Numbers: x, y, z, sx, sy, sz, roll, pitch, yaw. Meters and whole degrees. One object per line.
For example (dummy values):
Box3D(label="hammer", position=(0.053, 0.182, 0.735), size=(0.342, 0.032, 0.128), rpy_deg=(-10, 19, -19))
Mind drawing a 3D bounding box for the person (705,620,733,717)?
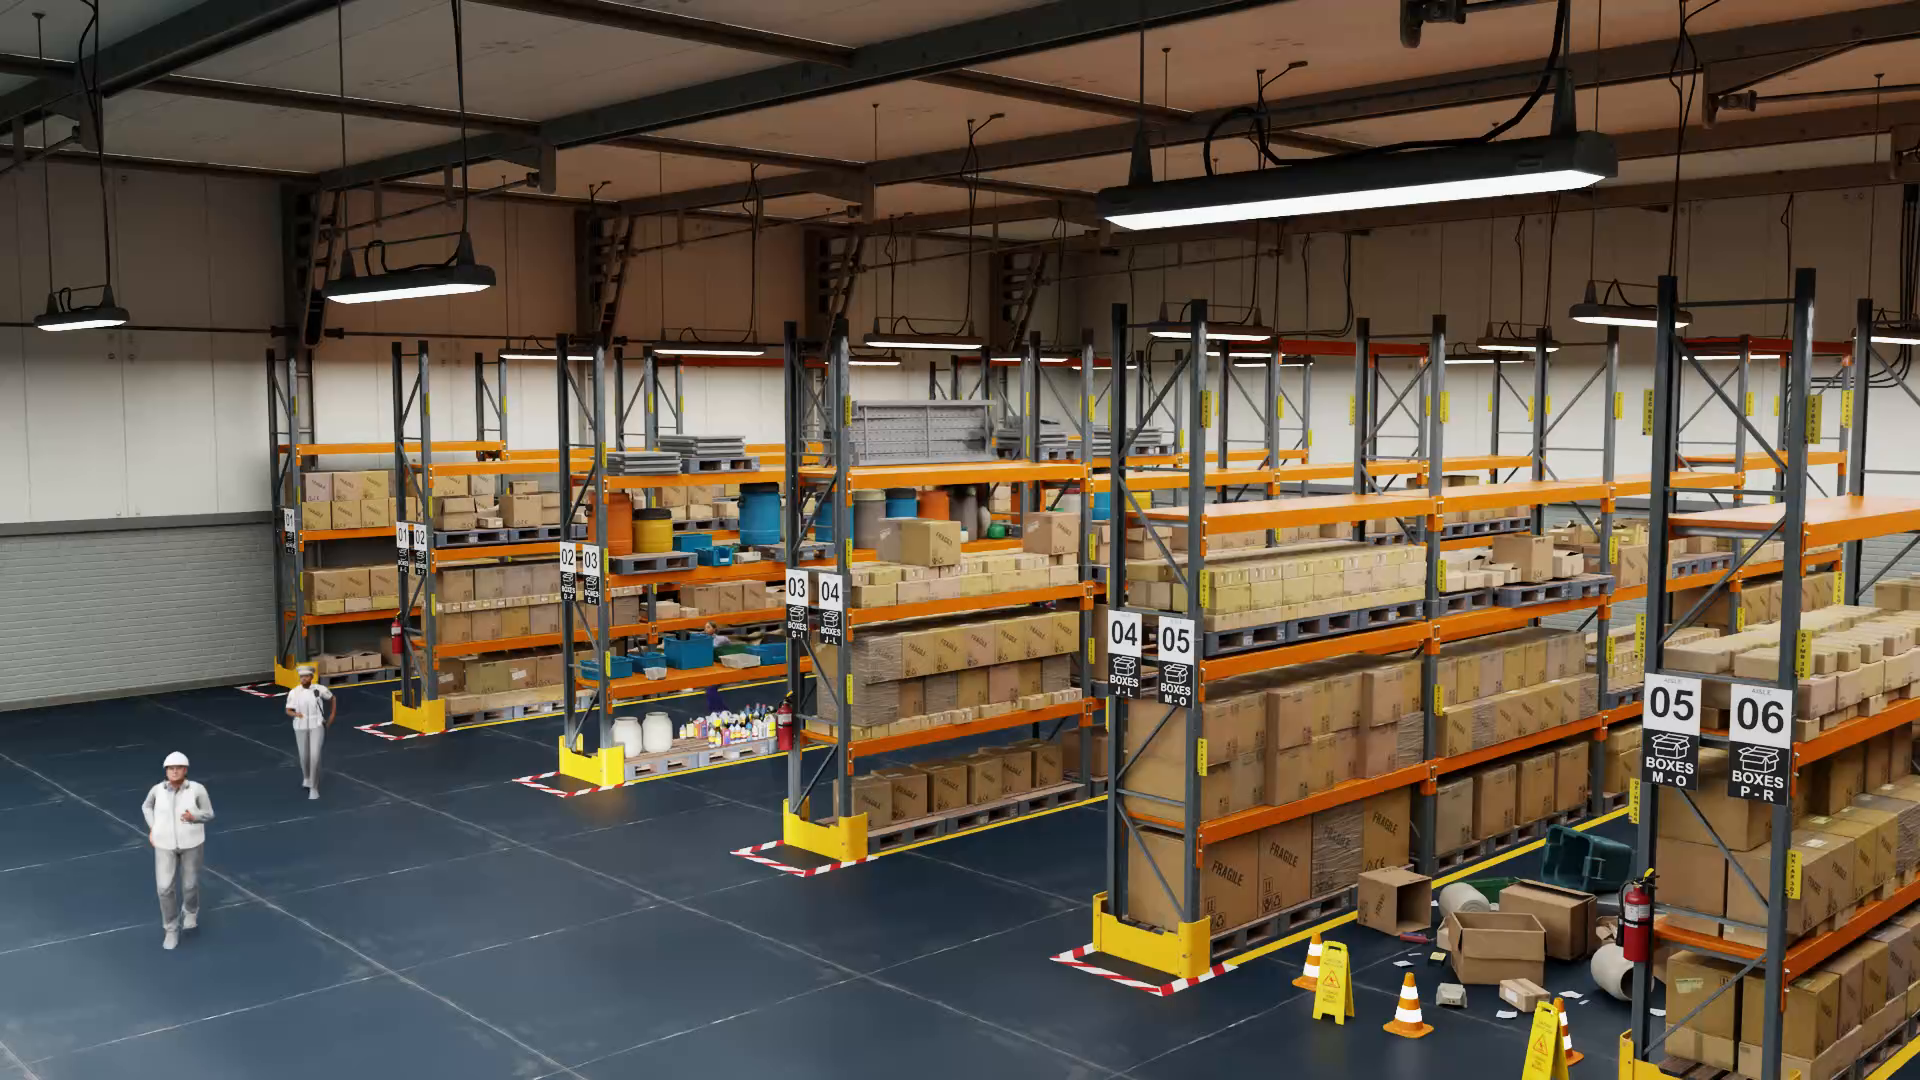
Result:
Box3D(label="person", position=(-3.862, 2.092, 25.994), size=(0.550, 1.697, 0.819), rpy_deg=(3, 6, 34))

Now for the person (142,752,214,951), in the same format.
Box3D(label="person", position=(-7.402, 2.921, 15.756), size=(0.639, 1.831, 0.731), rpy_deg=(-2, 5, -21))

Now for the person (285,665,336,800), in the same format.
Box3D(label="person", position=(-8.432, 2.474, 21.593), size=(0.582, 1.736, 0.779), rpy_deg=(-1, 5, -13))
